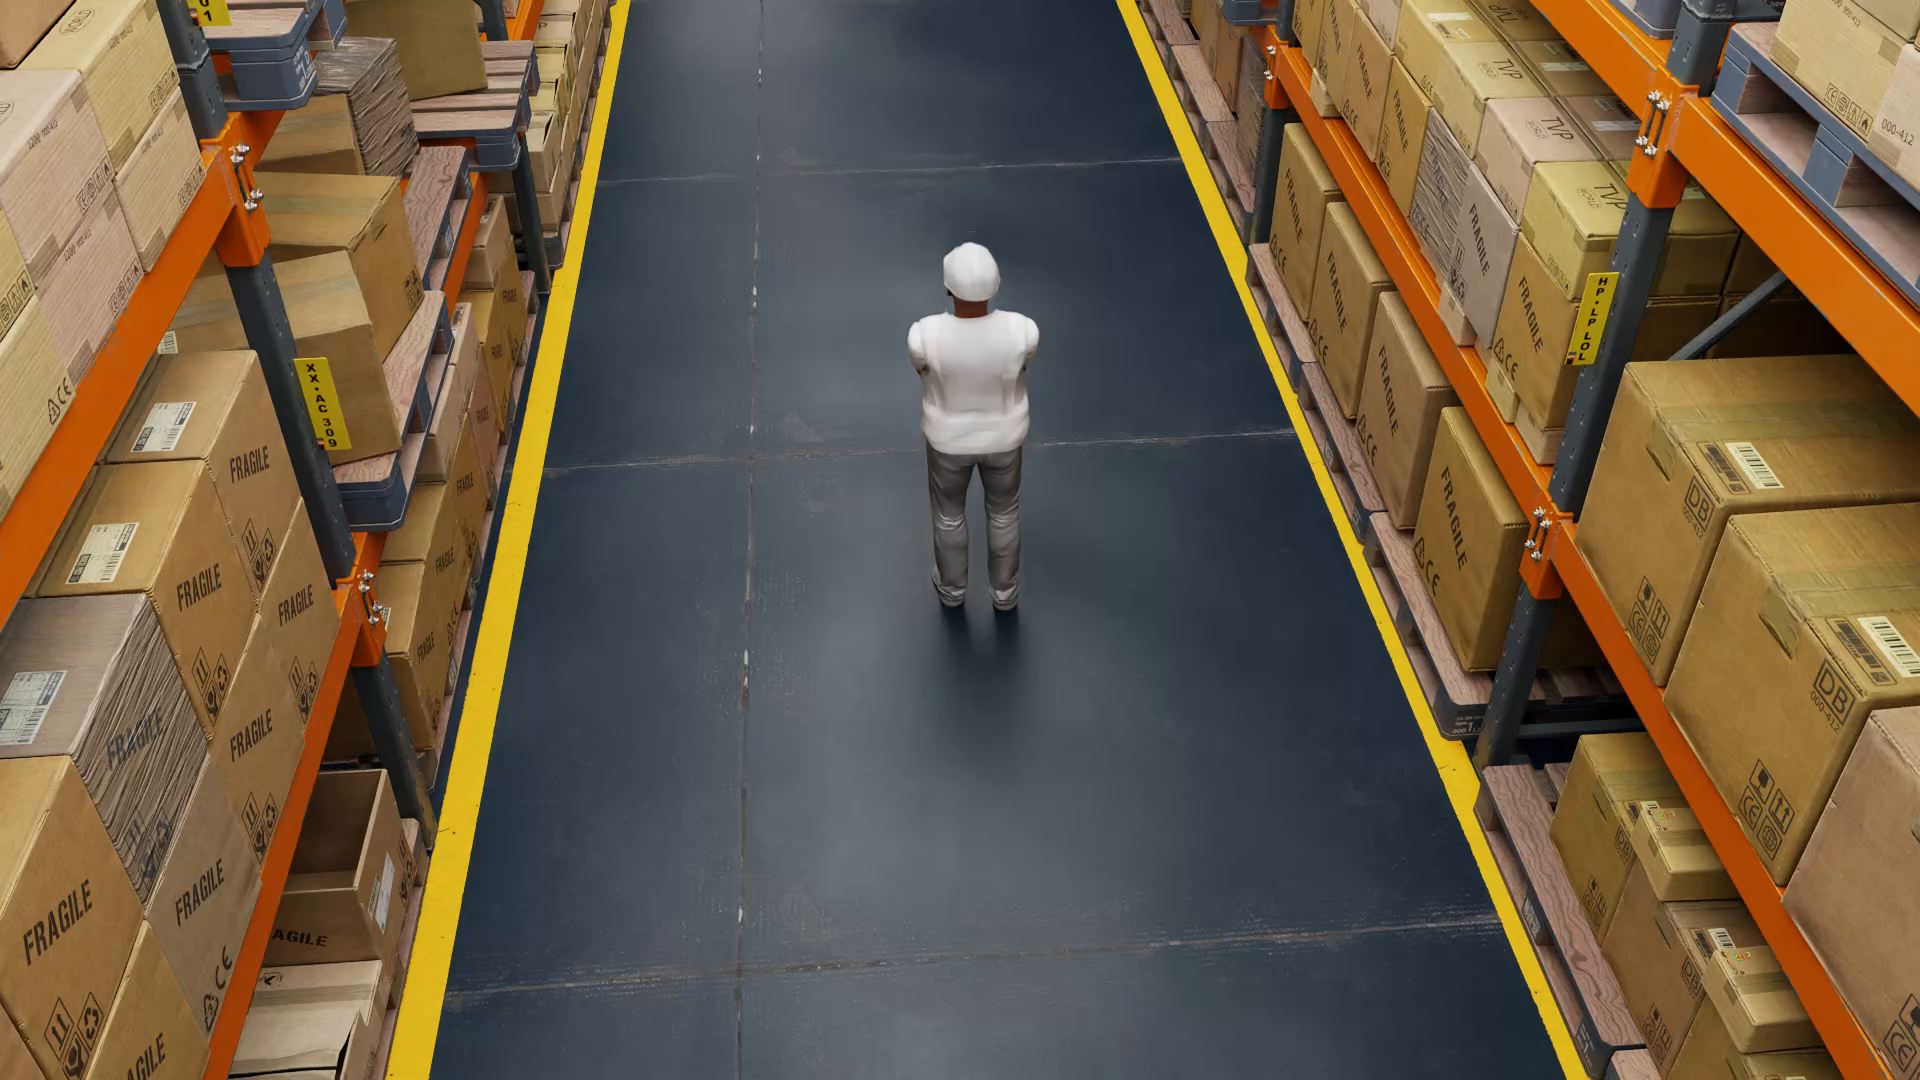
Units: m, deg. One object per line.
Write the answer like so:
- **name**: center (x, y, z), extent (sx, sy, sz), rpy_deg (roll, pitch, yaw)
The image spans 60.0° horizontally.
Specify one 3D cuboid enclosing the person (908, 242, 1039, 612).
- **person**: center (0.041, -0.484, 6.740), extent (0.502, 1.761, 0.577), rpy_deg (-3, 39, -4)
